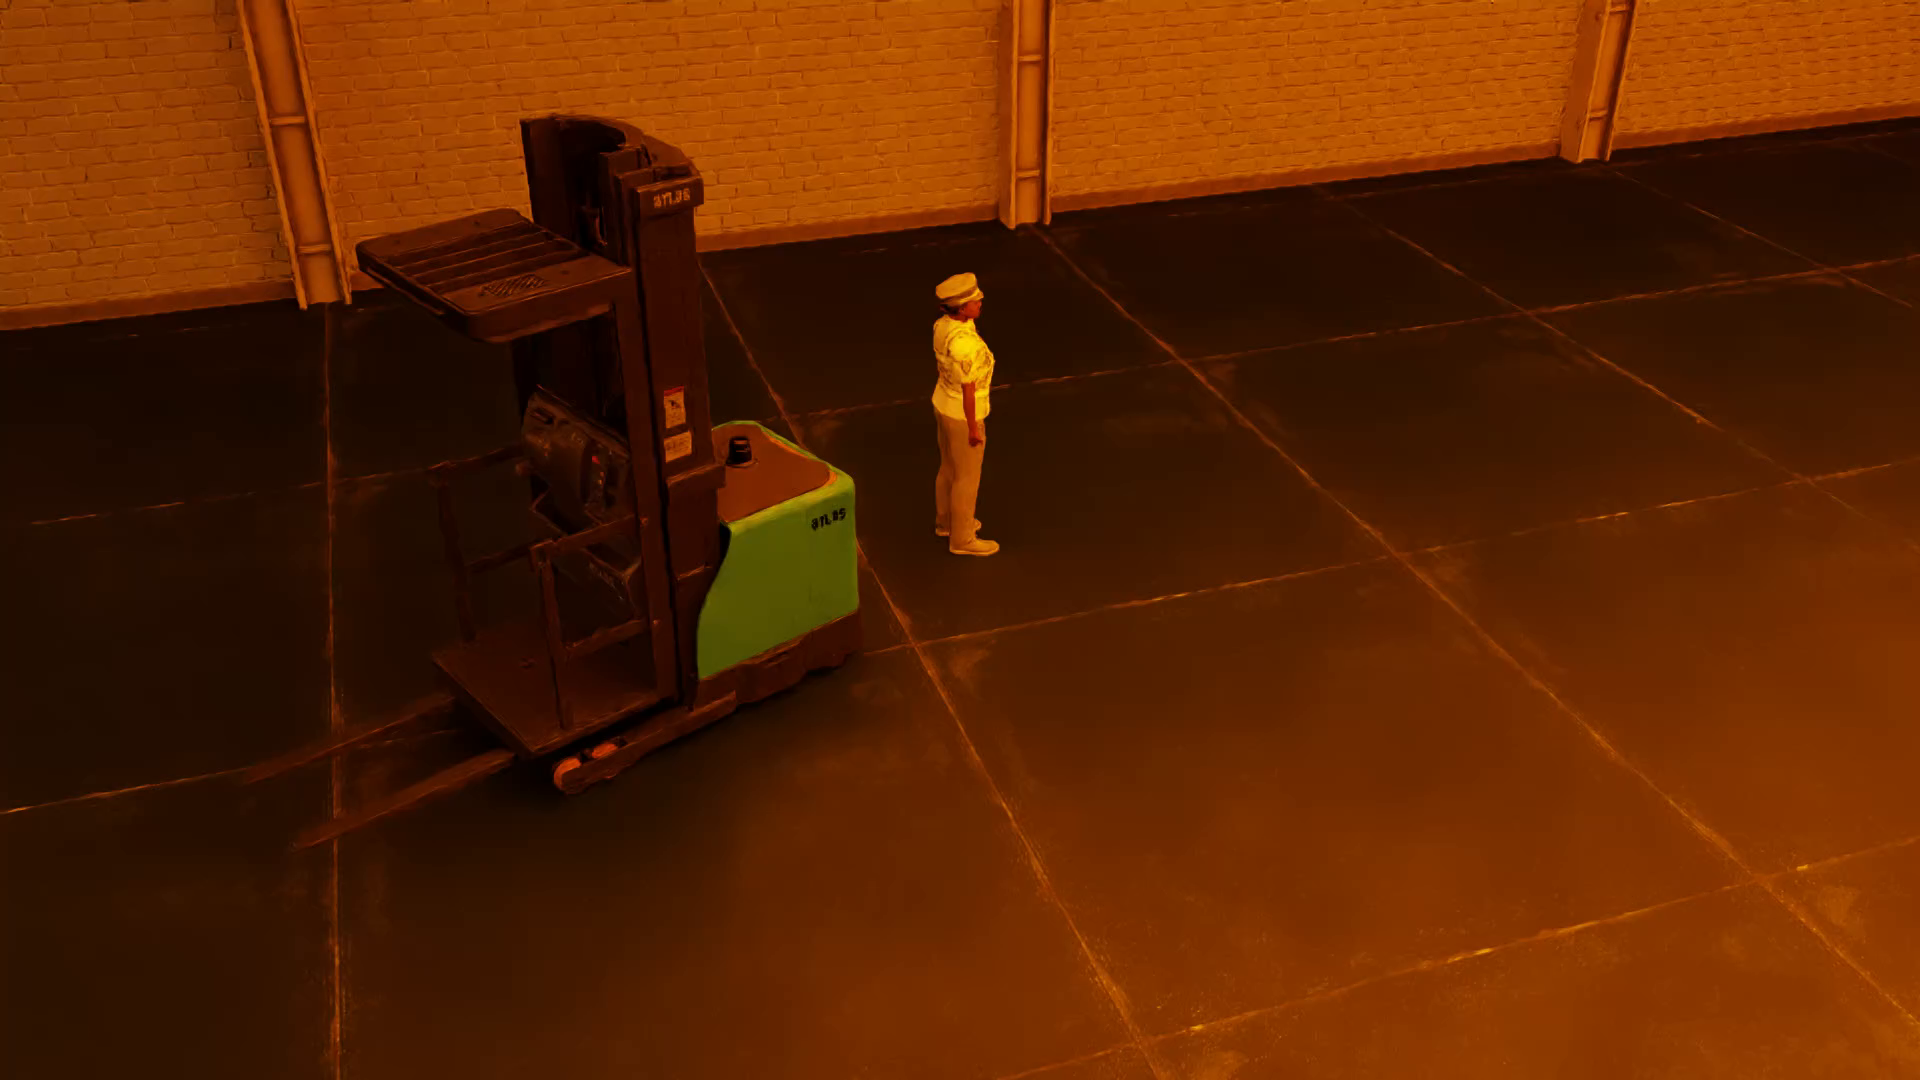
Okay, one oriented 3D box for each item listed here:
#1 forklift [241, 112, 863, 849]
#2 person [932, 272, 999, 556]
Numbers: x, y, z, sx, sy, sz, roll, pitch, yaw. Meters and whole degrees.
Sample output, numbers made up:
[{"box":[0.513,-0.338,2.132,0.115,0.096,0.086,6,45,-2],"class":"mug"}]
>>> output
[{"box":[-1.963,-0.355,7.703,3.031,2.935,1.130,-24,37,-35],"class":"forklift"},{"box":[0.021,-0.731,9.605,0.338,1.692,0.446,-10,31,-16],"class":"person"}]
